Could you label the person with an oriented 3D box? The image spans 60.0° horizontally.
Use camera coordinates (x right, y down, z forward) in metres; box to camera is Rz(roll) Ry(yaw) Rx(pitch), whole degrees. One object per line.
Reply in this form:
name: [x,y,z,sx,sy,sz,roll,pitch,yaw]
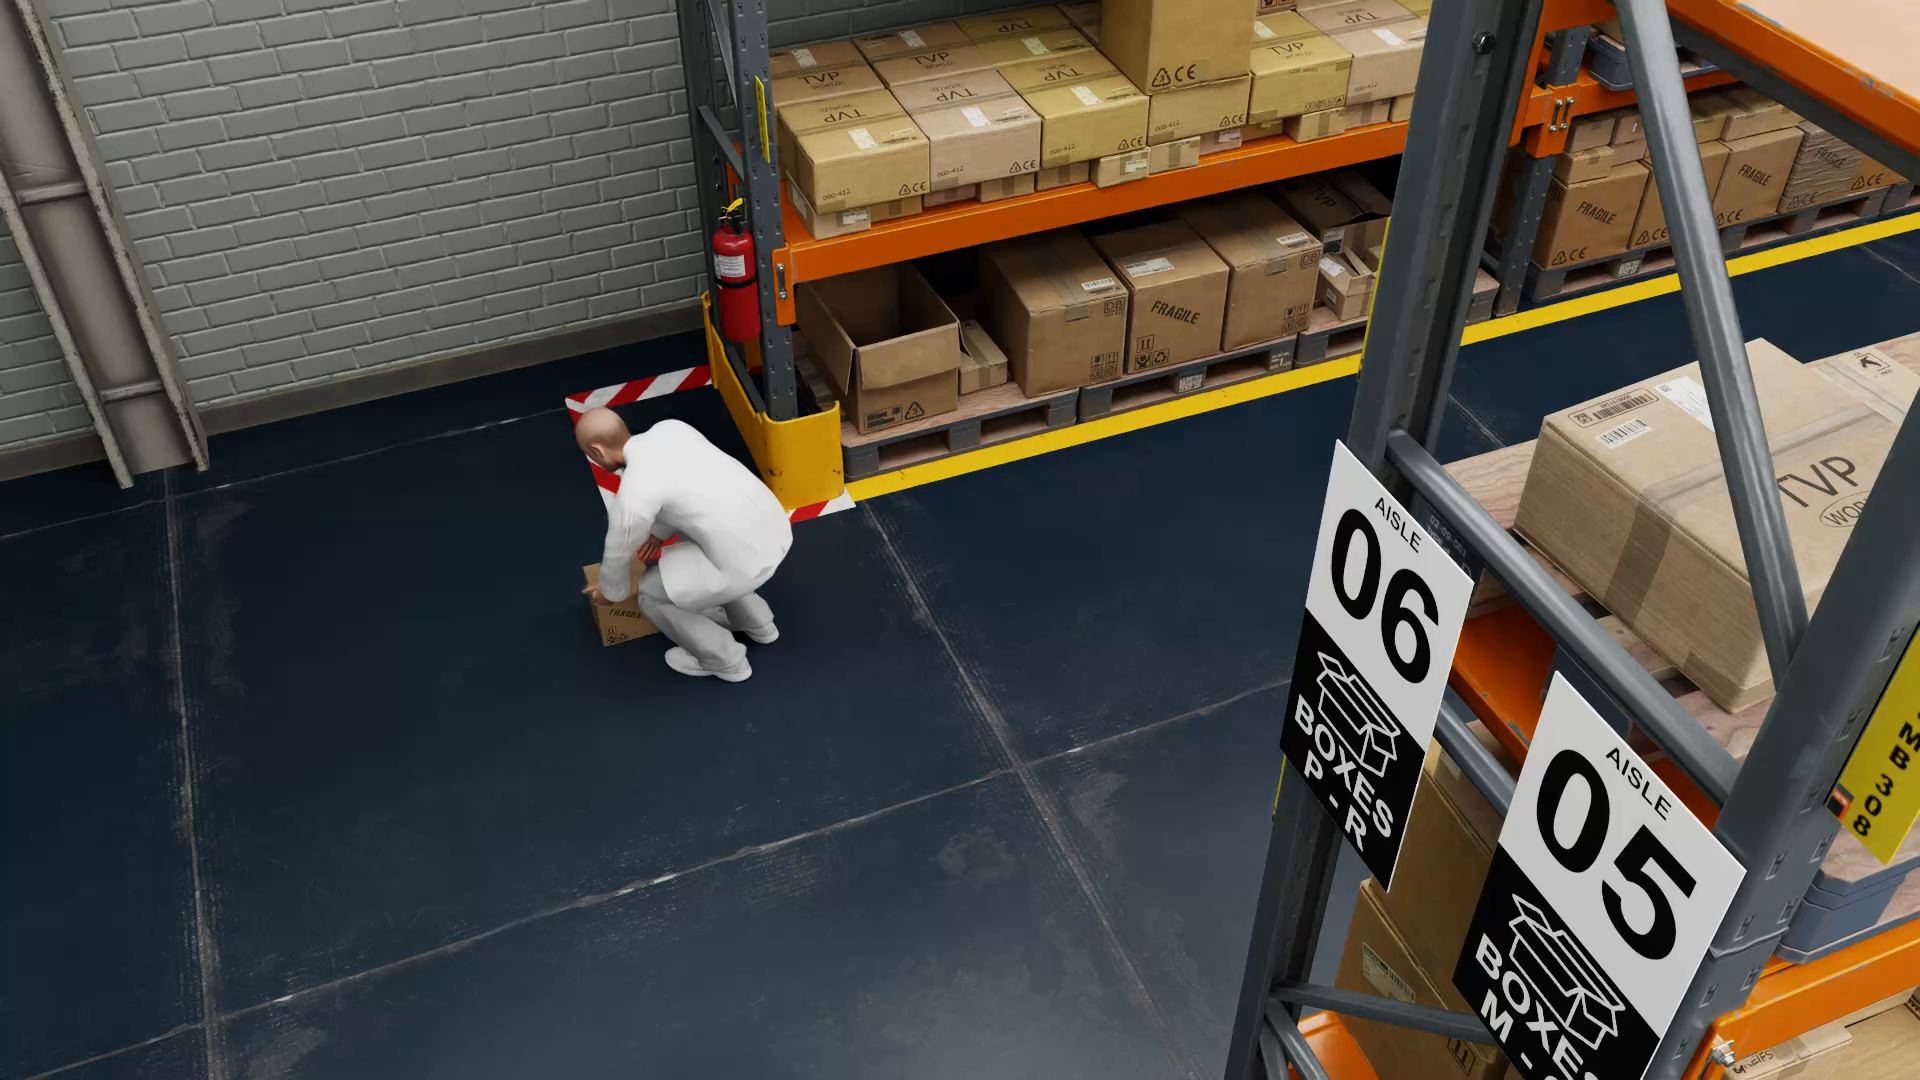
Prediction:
person: [-1.072,0.019,6.613,0.822,1.167,0.625,14,43,16]
